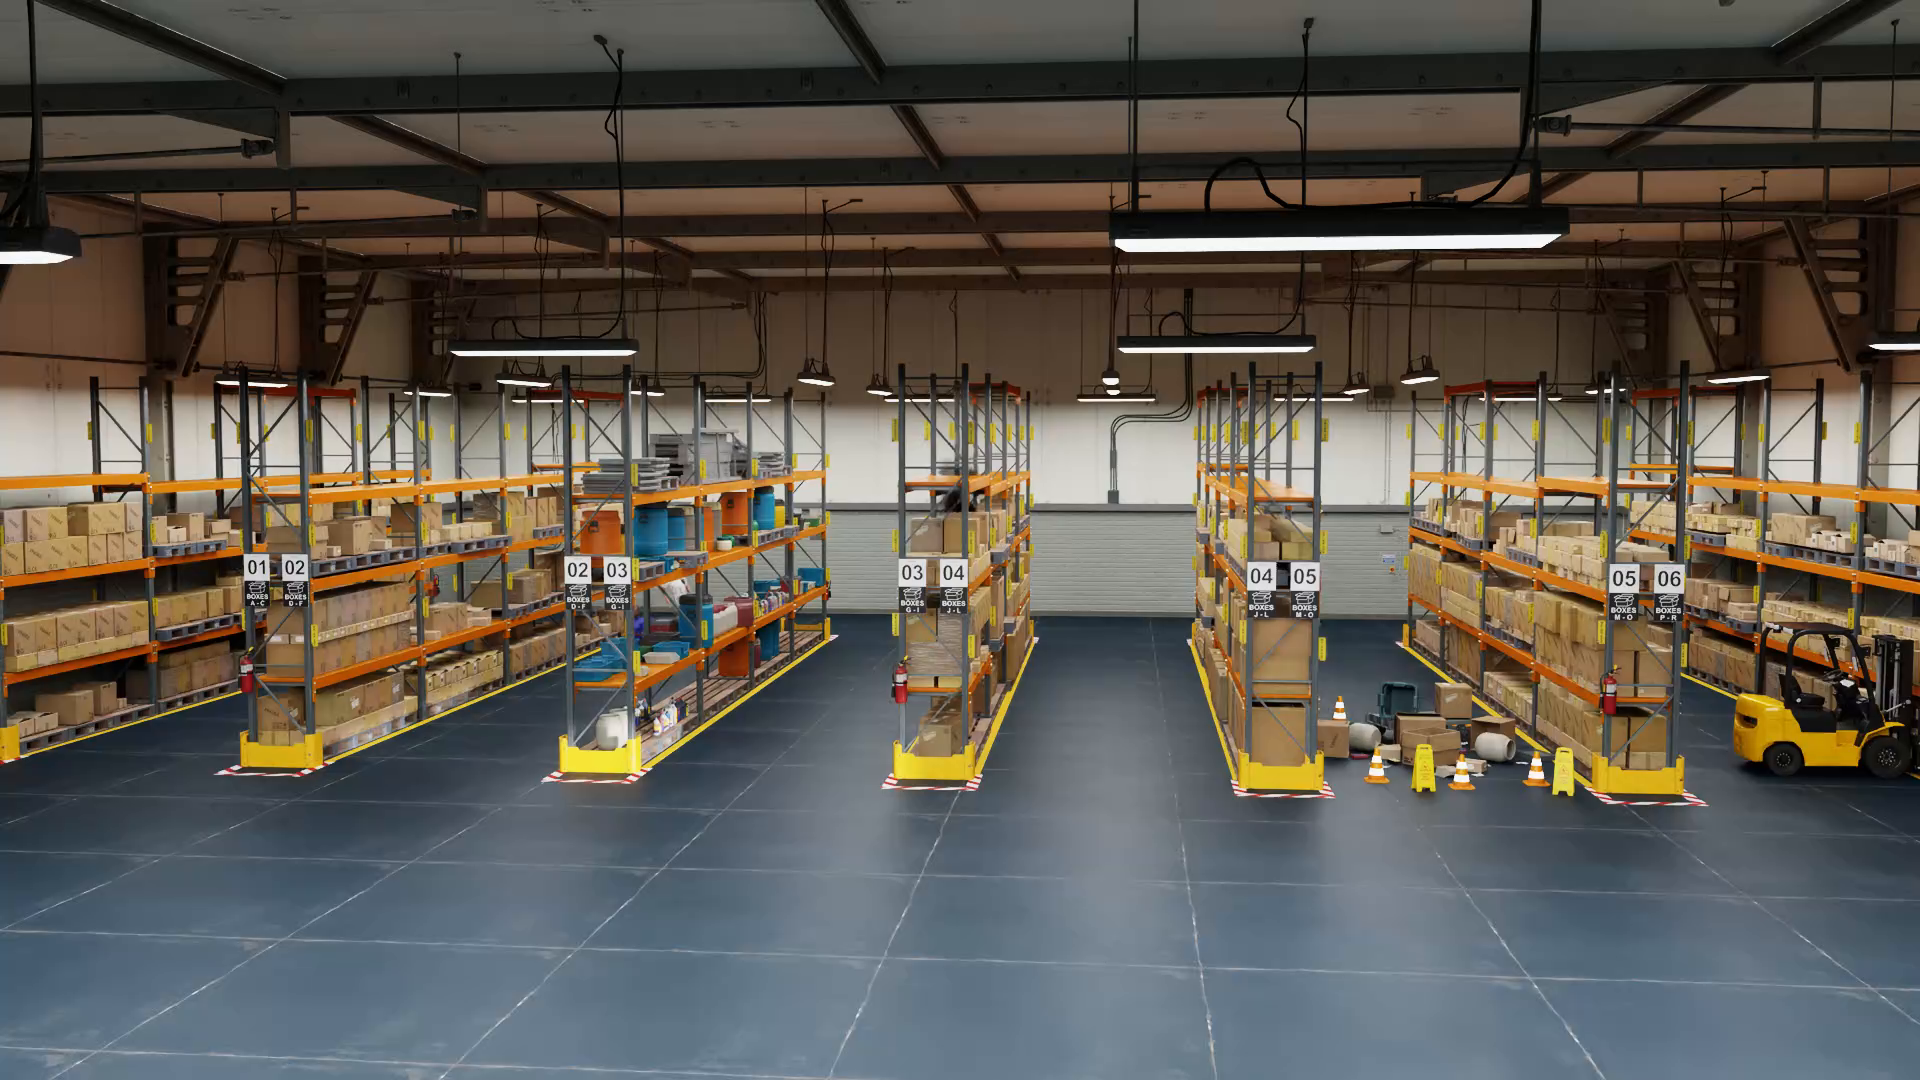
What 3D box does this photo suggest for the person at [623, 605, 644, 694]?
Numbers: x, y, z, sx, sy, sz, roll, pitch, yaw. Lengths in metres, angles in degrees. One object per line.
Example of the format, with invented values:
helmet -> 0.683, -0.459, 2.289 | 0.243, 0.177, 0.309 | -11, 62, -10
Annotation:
person -> -6.292, 2.088, 32.191 | 0.569, 1.661, 0.906 | 0, 4, 2

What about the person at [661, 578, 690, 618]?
person -> -6.921, 1.499, 40.766 | 0.731, 1.740, 0.905 | -3, 4, -35

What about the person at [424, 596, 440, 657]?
person -> -11.203, 1.966, 35.041 | 0.624, 1.613, 0.566 | 0, 4, 4
